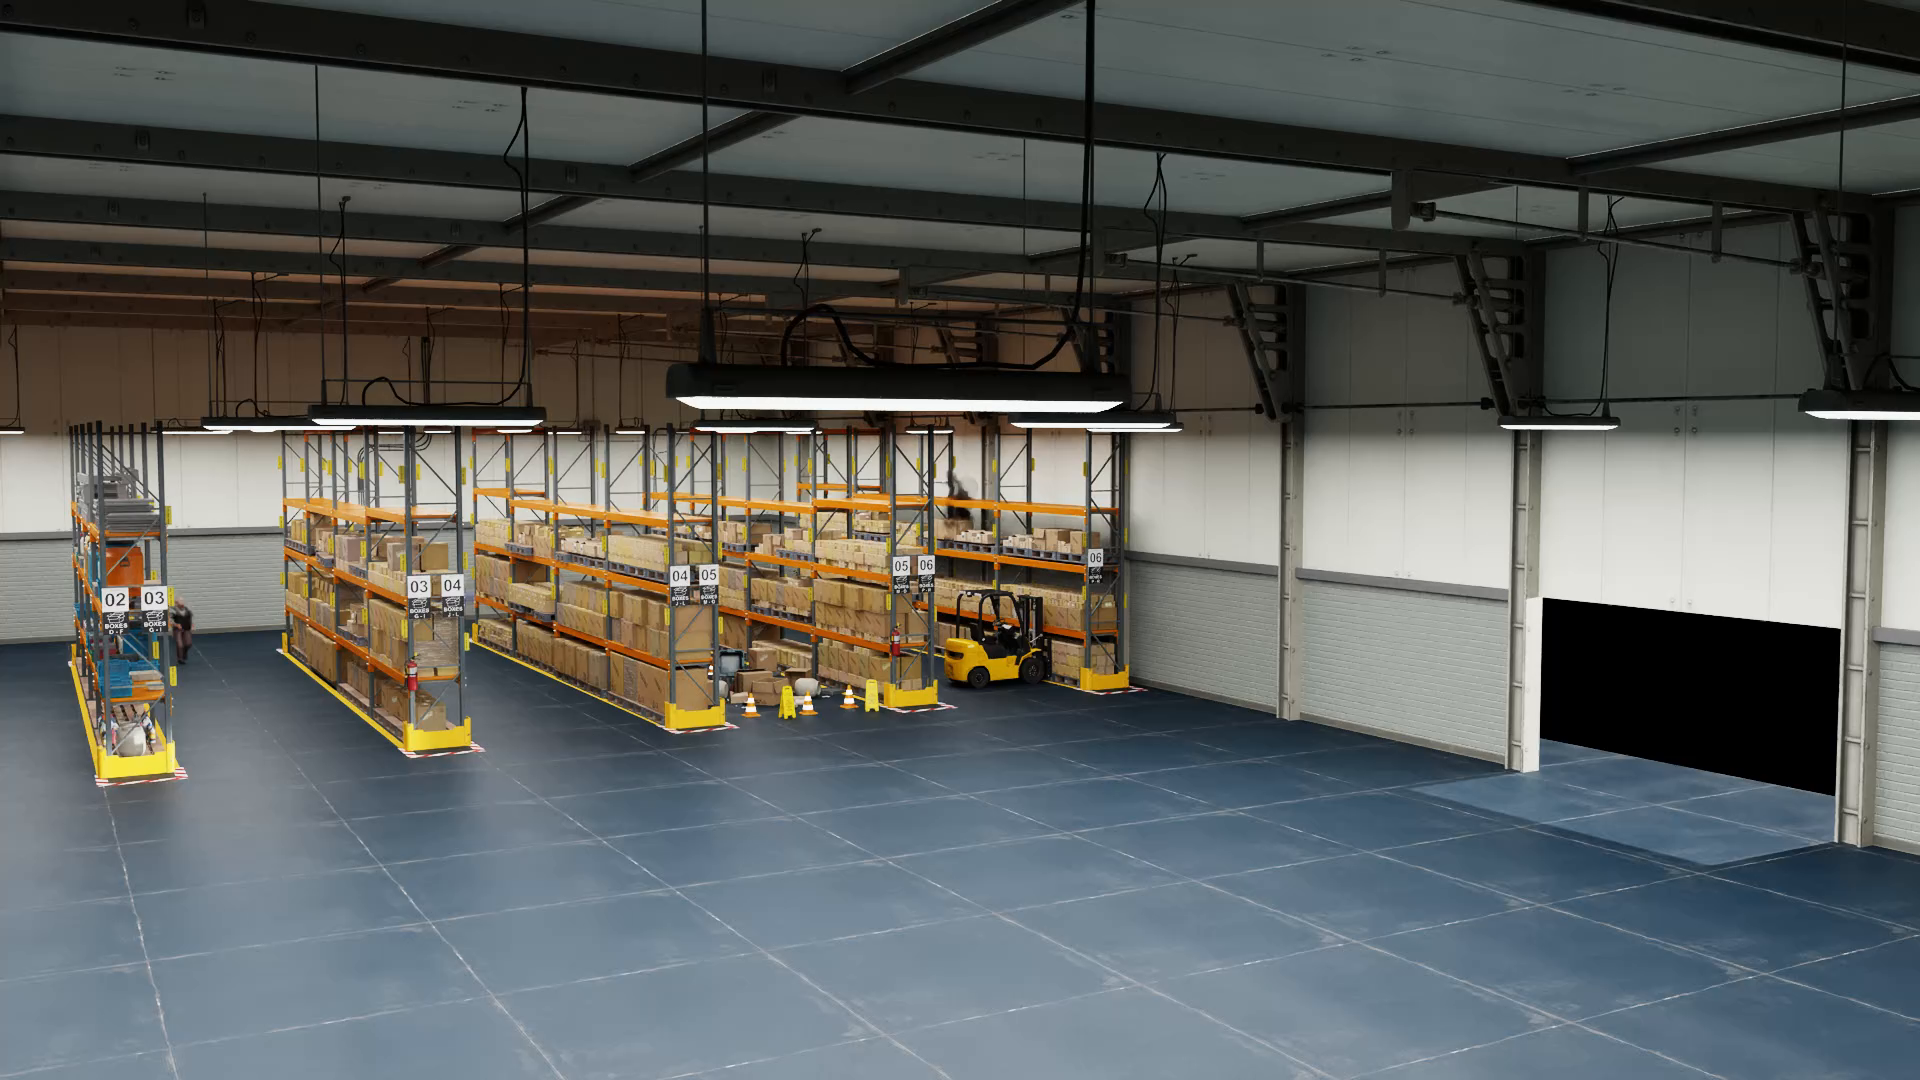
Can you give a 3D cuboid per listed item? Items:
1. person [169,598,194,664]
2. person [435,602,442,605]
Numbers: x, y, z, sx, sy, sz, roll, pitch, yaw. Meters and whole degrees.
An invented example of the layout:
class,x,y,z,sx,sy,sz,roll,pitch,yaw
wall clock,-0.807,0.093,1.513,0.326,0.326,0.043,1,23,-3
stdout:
class,x,y,z,sx,sy,sz,roll,pitch,yaw
person,-19.617,2.294,41.969,0.673,1.679,0.562,-3,5,-42
person,-14.546,2.049,46.577,0.645,1.662,0.635,2,4,24
